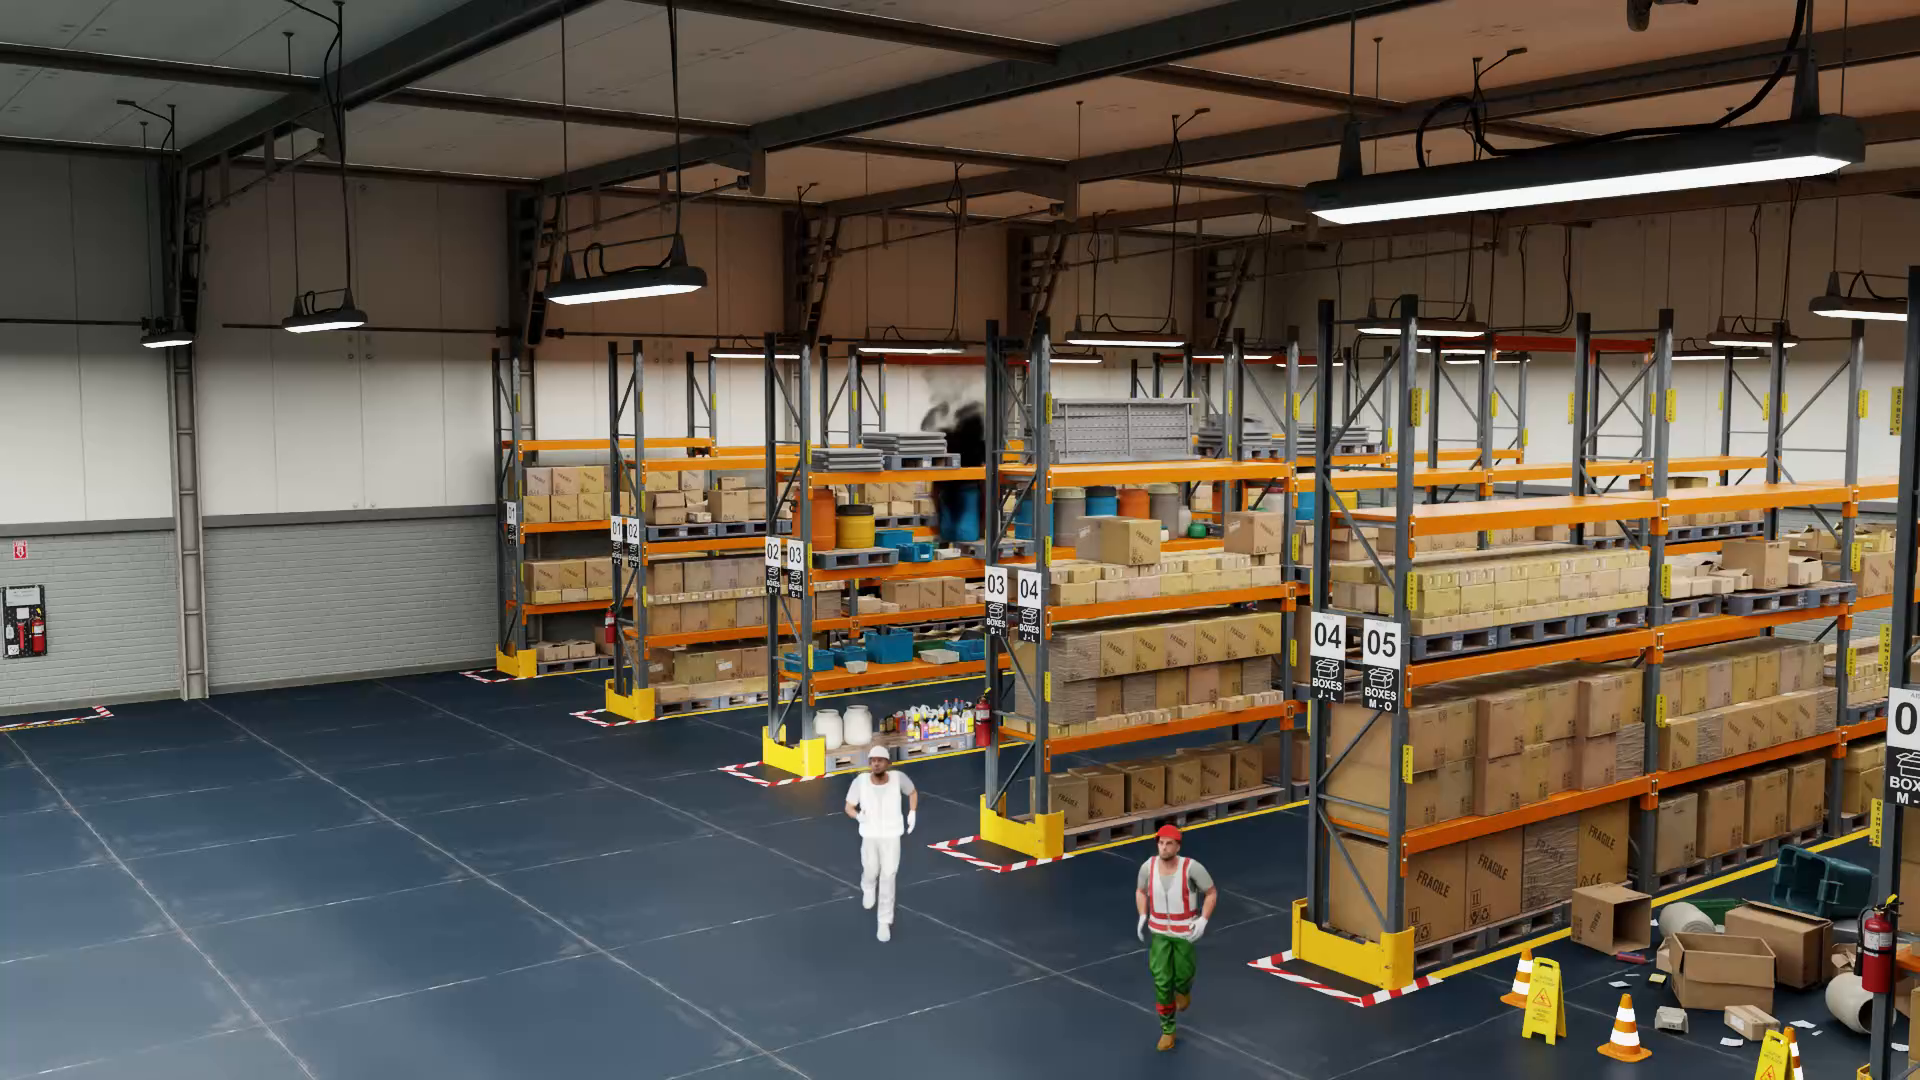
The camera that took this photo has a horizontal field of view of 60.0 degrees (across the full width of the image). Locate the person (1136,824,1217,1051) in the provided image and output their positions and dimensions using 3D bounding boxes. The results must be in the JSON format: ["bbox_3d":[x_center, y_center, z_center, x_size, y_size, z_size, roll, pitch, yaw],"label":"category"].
[{"bbox_3d":[1.732,3.128,13.333,0.662,1.776,0.688,2,5,21],"label":"person"}]

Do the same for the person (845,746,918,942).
[{"bbox_3d":[-0.761,2.860,16.095,0.694,1.791,0.995,0,5,1],"label":"person"}]
